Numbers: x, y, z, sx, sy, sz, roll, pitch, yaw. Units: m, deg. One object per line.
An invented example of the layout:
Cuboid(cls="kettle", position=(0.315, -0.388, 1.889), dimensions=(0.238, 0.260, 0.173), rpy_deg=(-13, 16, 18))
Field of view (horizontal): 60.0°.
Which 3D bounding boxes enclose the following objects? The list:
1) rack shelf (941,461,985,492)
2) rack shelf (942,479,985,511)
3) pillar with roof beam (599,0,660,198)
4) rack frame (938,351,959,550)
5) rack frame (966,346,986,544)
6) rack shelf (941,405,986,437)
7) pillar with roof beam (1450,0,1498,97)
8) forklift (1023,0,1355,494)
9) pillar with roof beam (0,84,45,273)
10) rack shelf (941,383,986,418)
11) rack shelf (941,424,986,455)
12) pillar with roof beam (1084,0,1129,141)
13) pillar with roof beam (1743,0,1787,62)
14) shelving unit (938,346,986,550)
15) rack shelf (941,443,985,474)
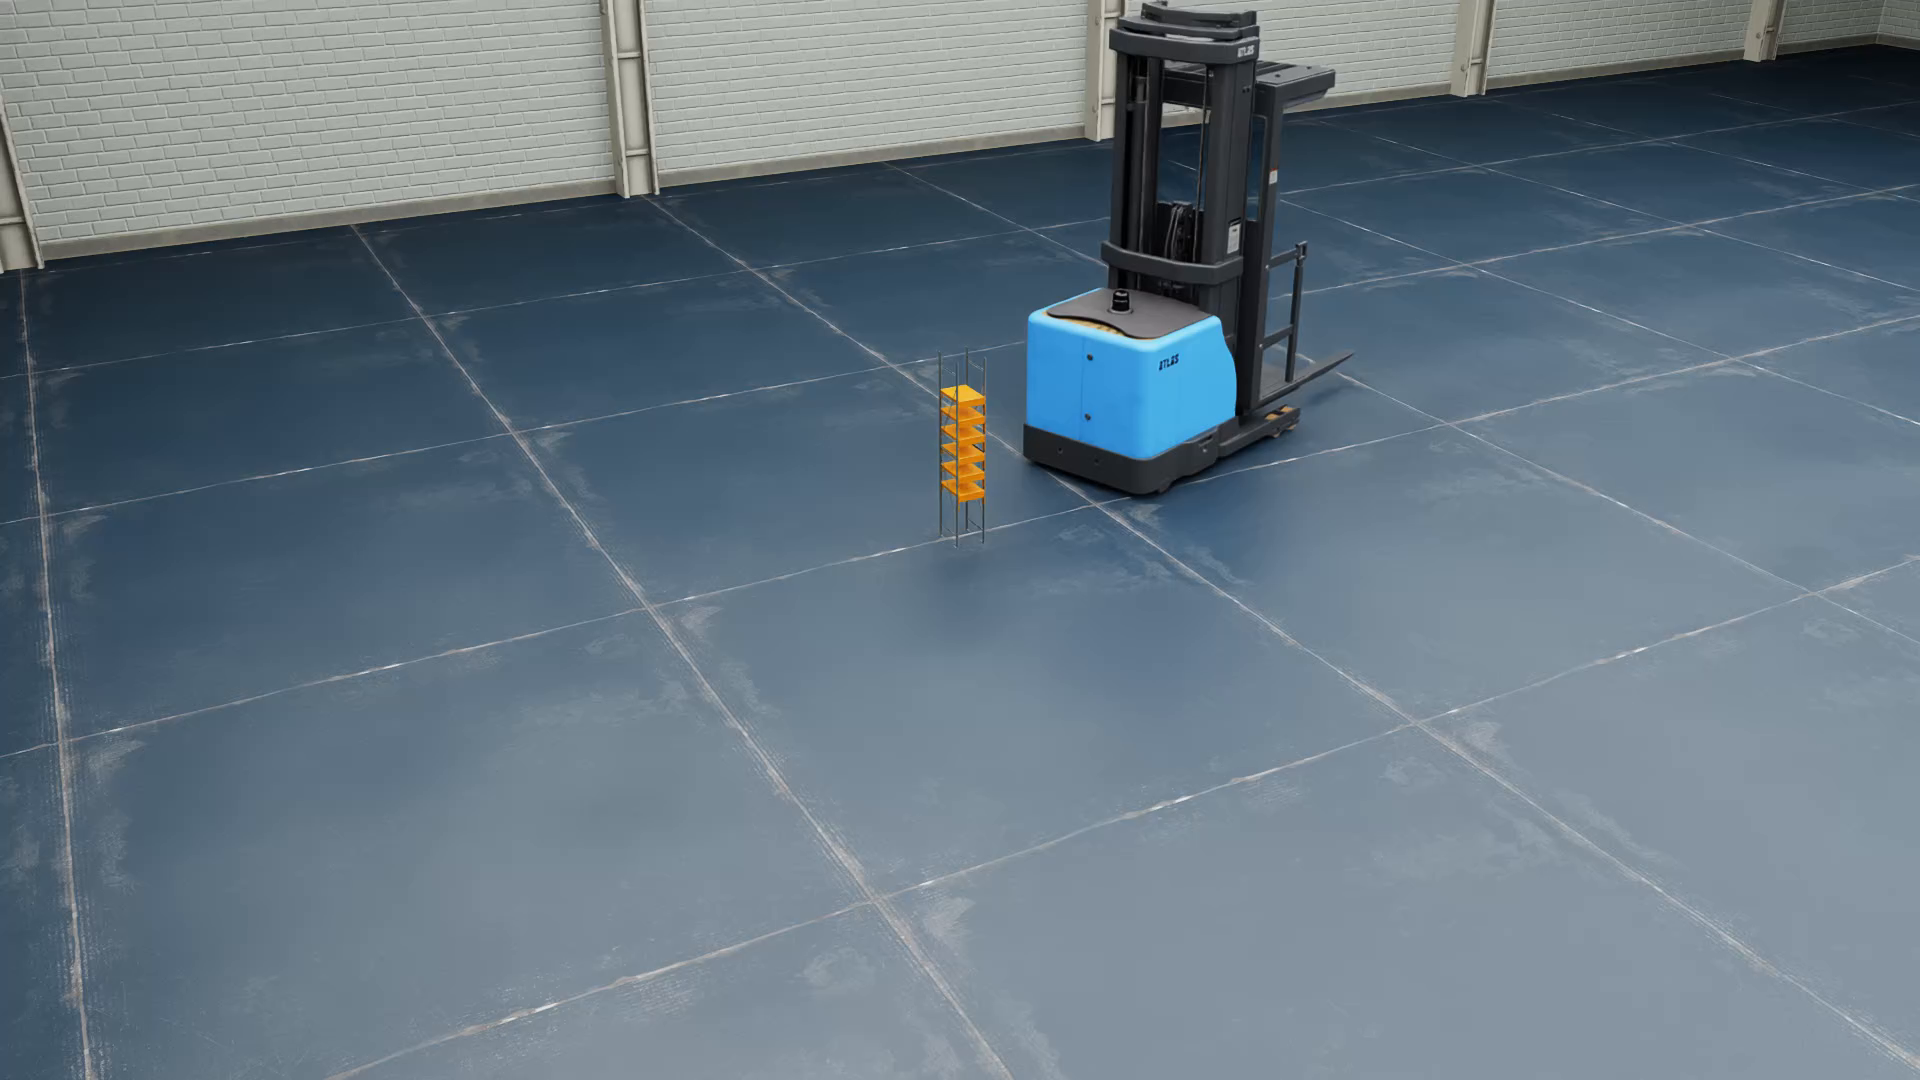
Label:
Cuboid(cls="rack shelf", position=(0.013, -0.396, 10.068), dimensions=(0.180, 0.103, 0.258), rpy_deg=(-13, 29, -25))
Cuboid(cls="rack shelf", position=(0.013, -0.287, 10.120), dimensions=(0.180, 0.103, 0.258), rpy_deg=(-13, 29, -25))
Cuboid(cls="pillar with roof beam", position=(-1.487, -6.196, 12.758), dimensions=(0.400, 9.000, 9.100), rpy_deg=(-13, 29, -25))
Cuboid(cls="rack frame", position=(-0.068, -0.525, 9.958), dimensions=(0.006, 1.200, 0.240), rpy_deg=(-13, 29, -25))
Cuboid(cls="rack frame", position=(0.094, -0.562, 10.035), dimensions=(0.006, 1.200, 0.240), rpy_deg=(-13, 29, -25))
Cuboid(cls="rack shelf", position=(0.013, -0.720, 9.912), dimensions=(0.180, 0.103, 0.258), rpy_deg=(-13, 29, -25))
Cuboid(cls="pillar with roof beam", position=(9.101, -8.640, 17.848), dimensions=(0.400, 9.000, 9.100), rpy_deg=(-13, 29, -25))
Cuboid(cls="forklift", position=(1.781, -2.174, 11.391), dimensions=(1.130, 2.935, 3.031), rpy_deg=(21, 33, 37))
Cuboid(cls="pillar with roof beam", position=(-6.781, -4.974, 10.213), dimensions=(0.400, 9.000, 9.100), rpy_deg=(-13, 29, -25))
Cuboid(cls="rack shelf", position=(0.013, -0.828, 9.860), dimensions=(0.180, 0.103, 0.258), rpy_deg=(-13, 29, -25))
Cuboid(cls="rack shelf", position=(0.013, -0.612, 9.964), dimensions=(0.180, 0.103, 0.258), rpy_deg=(-13, 29, -25))
Cuboid(cls="pillar with roof beam", position=(3.807, -7.418, 15.303), dimensions=(0.400, 9.000, 9.100), rpy_deg=(-13, 29, -25))
Cuboid(cls="pillar with roof beam", position=(14.396, -9.862, 20.393), dimensions=(0.400, 9.000, 9.100), rpy_deg=(-13, 29, -25))
Cuboid(cls="shelving unit", position=(0.013, -0.544, 9.996), dimensions=(0.189, 1.200, 0.258), rpy_deg=(-13, 29, -25))
Cuboid(cls="rack shelf", position=(0.013, -0.504, 10.016), dimensions=(0.180, 0.103, 0.258), rpy_deg=(-13, 29, -25))
